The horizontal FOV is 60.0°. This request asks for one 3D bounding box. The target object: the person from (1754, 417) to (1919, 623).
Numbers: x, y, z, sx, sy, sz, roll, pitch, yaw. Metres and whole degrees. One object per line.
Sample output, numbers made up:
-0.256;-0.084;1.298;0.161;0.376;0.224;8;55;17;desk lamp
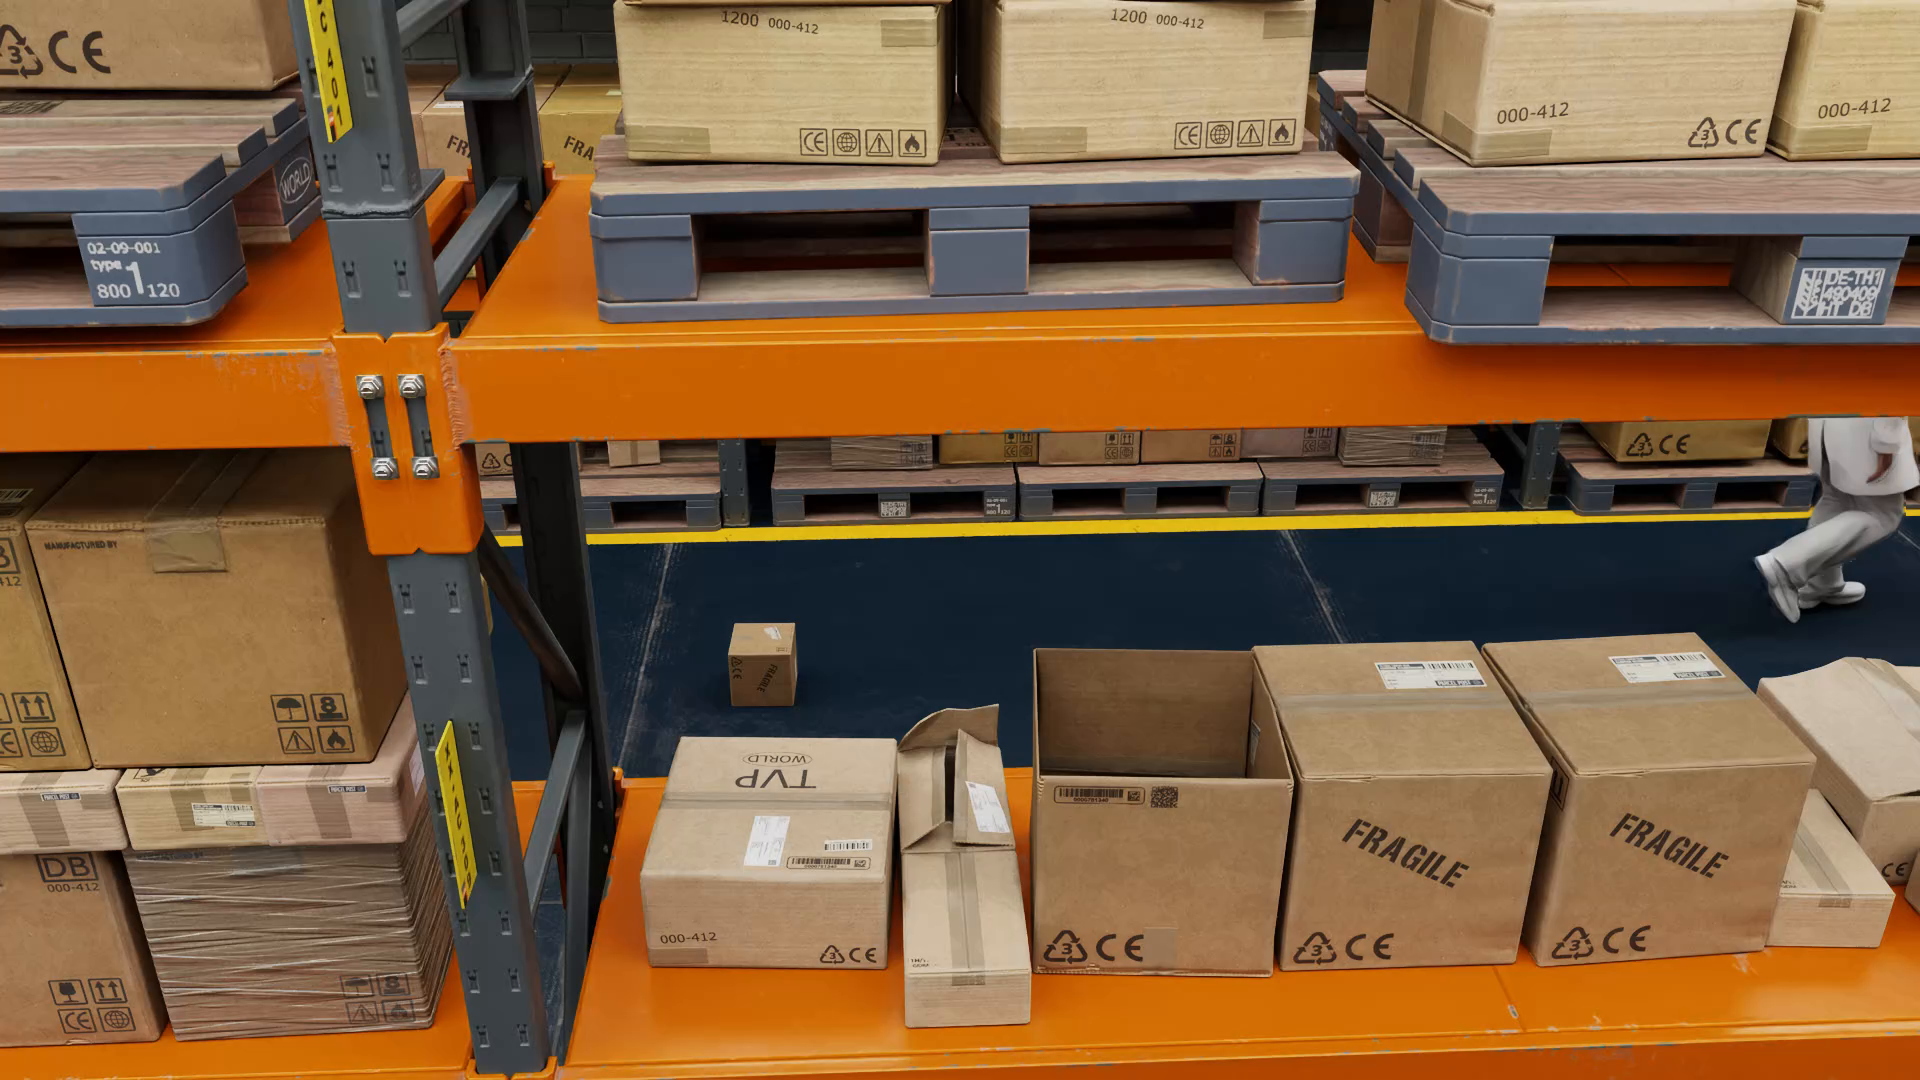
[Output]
3.748;-0.474;7.011;0.680;1.764;0.576;-4;27;-7;person
